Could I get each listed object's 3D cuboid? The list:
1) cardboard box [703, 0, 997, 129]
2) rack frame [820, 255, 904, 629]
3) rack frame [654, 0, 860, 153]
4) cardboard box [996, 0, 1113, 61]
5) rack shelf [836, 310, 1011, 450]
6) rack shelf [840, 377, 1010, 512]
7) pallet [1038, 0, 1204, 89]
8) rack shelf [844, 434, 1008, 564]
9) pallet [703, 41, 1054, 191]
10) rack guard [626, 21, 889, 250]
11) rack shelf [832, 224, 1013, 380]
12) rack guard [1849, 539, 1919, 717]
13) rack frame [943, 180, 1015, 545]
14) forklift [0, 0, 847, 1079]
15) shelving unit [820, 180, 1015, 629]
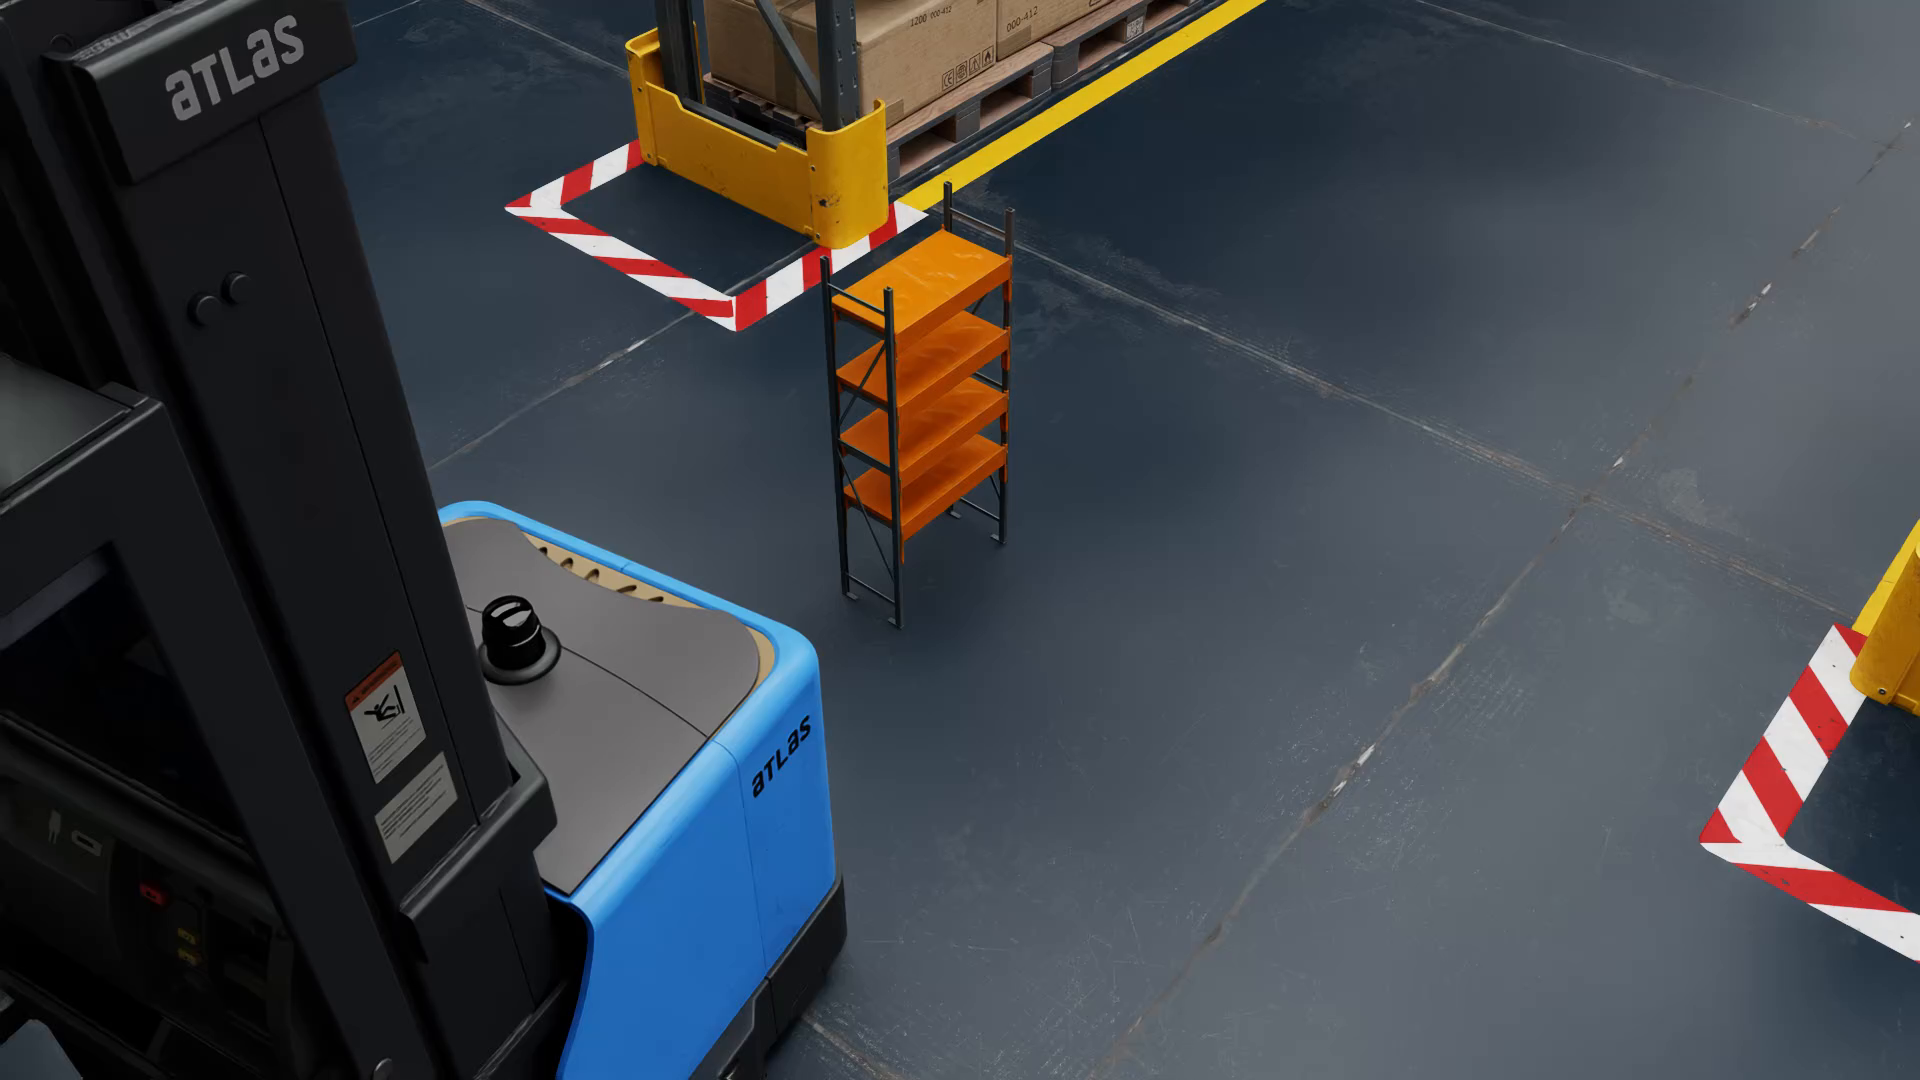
[{"bbox_3d":[-0.453,-2.171,7.000,0.875,0.438,0.875,28,49,27],"label":"cardboard box"},{"bbox_3d":[-0.264,-0.233,4.614,0.240,1.200,0.015,29,50,28],"label":"rack frame"},{"bbox_3d":[-0.801,-2.580,5.858,1.000,3.000,0.127,29,50,28],"label":"rack frame"},{"bbox_3d":[0.130,-2.646,7.522,0.875,0.438,0.875,31,51,29],"label":"cardboard box"},{"bbox_3d":[-0.107,-0.474,4.647,0.258,0.148,0.480,29,50,28],"label":"rack shelf"},{"bbox_3d":[-0.107,-0.309,4.798,0.258,0.148,0.480,29,50,28],"label":"rack shelf"},{"bbox_3d":[0.439,-2.619,7.974,1.003,0.211,1.213,29,50,28],"label":"pallet"},{"bbox_3d":[-0.107,-0.162,4.931,0.258,0.148,0.480,29,50,28],"label":"rack shelf"},{"bbox_3d":[-0.347,-1.994,7.286,1.003,0.211,1.213,29,50,28],"label":"pallet"},{"bbox_3d":[-0.817,-1.643,6.685,1.175,0.500,0.348,29,50,28],"label":"rack guard"},{"bbox_3d":[-0.107,-0.649,4.488,0.258,0.148,0.480,29,50,28],"label":"rack shelf"},{"bbox_3d":[3.101,0.397,4.442,1.175,0.500,0.348,29,50,28],"label":"rack guard"},{"bbox_3d":[0.051,-0.484,4.891,0.240,1.200,0.015,29,50,28],"label":"rack frame"},{"bbox_3d":[-1.439,0.619,2.390,1.130,2.935,3.031,21,46,21],"label":"forklift"},{"bbox_3d":[-0.107,-0.359,4.753,0.258,1.200,0.503,29,50,28],"label":"shelving unit"}]
